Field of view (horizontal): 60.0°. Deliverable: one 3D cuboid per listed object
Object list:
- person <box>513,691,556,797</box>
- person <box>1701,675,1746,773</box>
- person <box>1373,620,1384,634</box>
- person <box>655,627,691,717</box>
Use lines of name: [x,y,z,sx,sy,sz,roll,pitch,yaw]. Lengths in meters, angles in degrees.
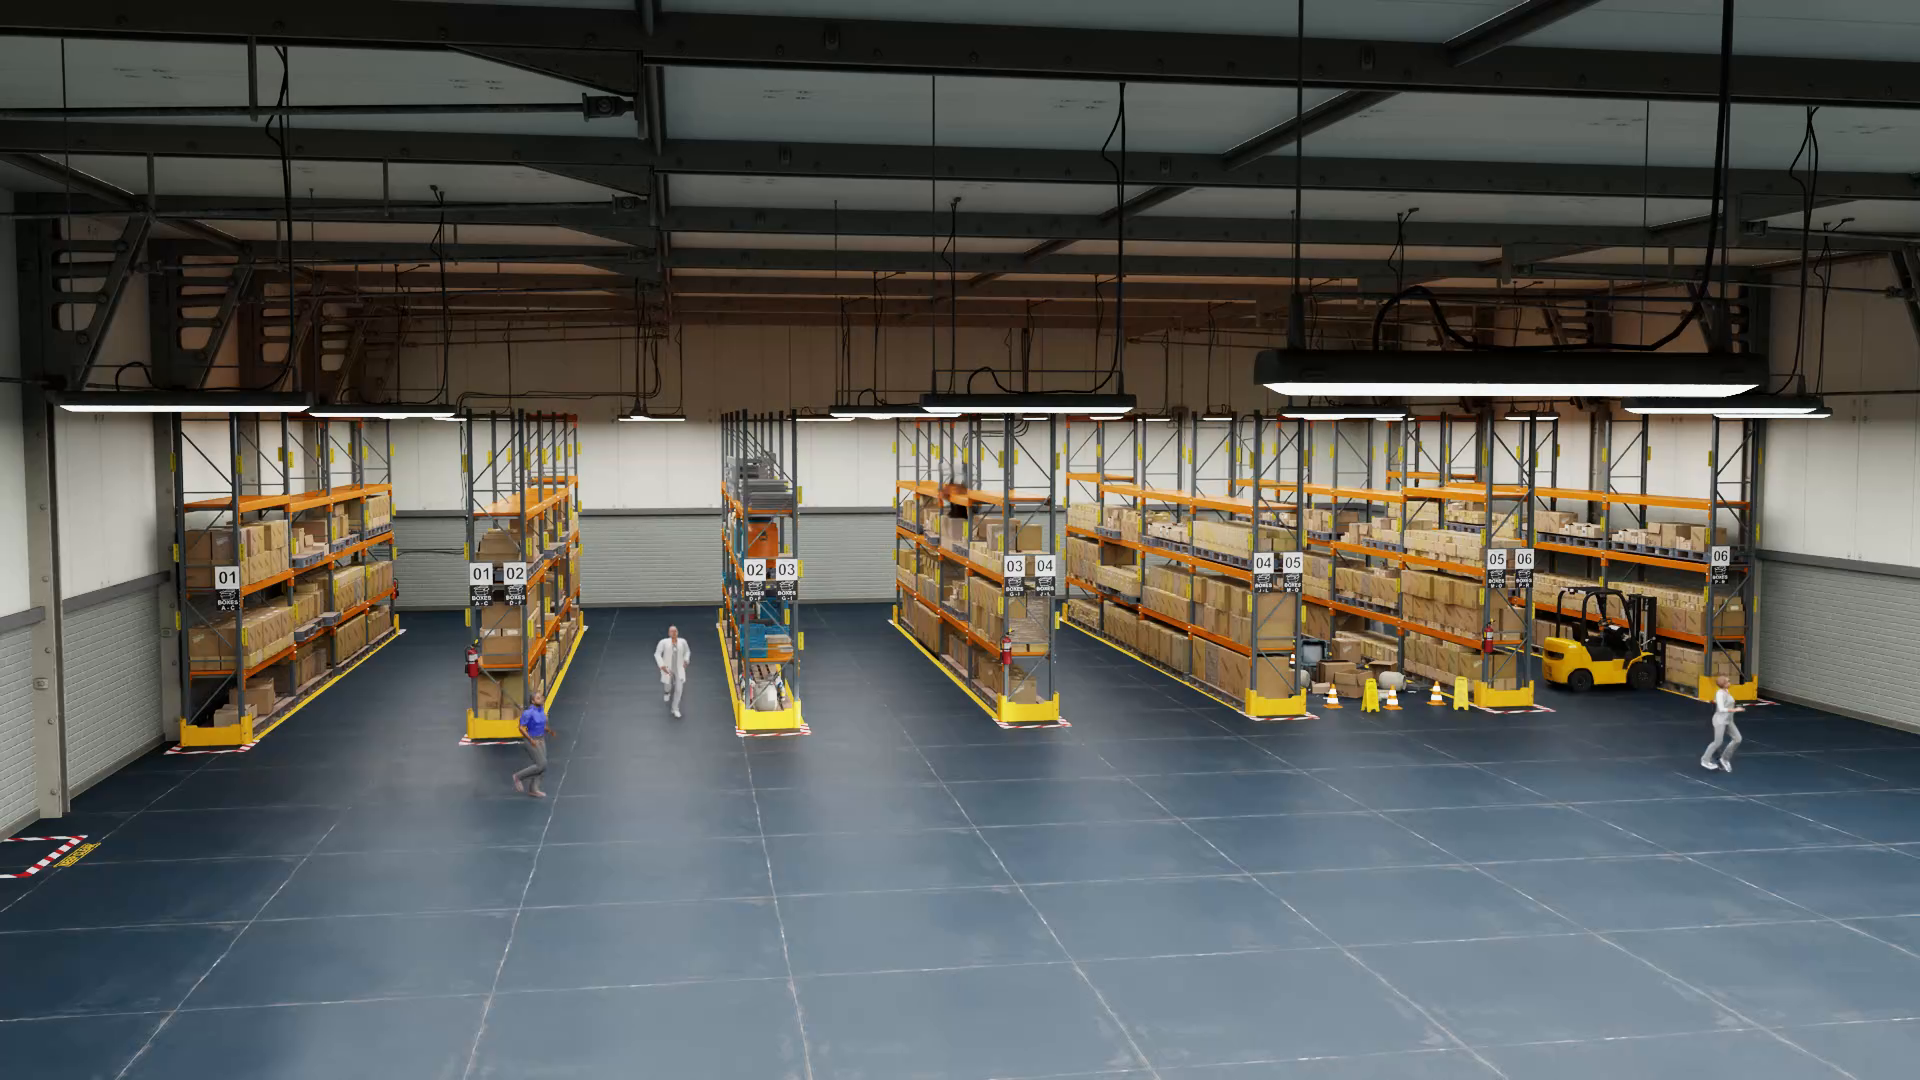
person: [-6.541,3.137,25.614,0.595,1.626,0.571,1,4,15]
person: [12.541,3.018,27.300,0.508,1.611,0.672,-4,5,-42]
person: [11.036,1.783,44.657,0.614,1.697,0.930,-1,4,-8]
person: [-5.676,2.581,32.927,0.714,1.750,0.922,-1,4,-15]
